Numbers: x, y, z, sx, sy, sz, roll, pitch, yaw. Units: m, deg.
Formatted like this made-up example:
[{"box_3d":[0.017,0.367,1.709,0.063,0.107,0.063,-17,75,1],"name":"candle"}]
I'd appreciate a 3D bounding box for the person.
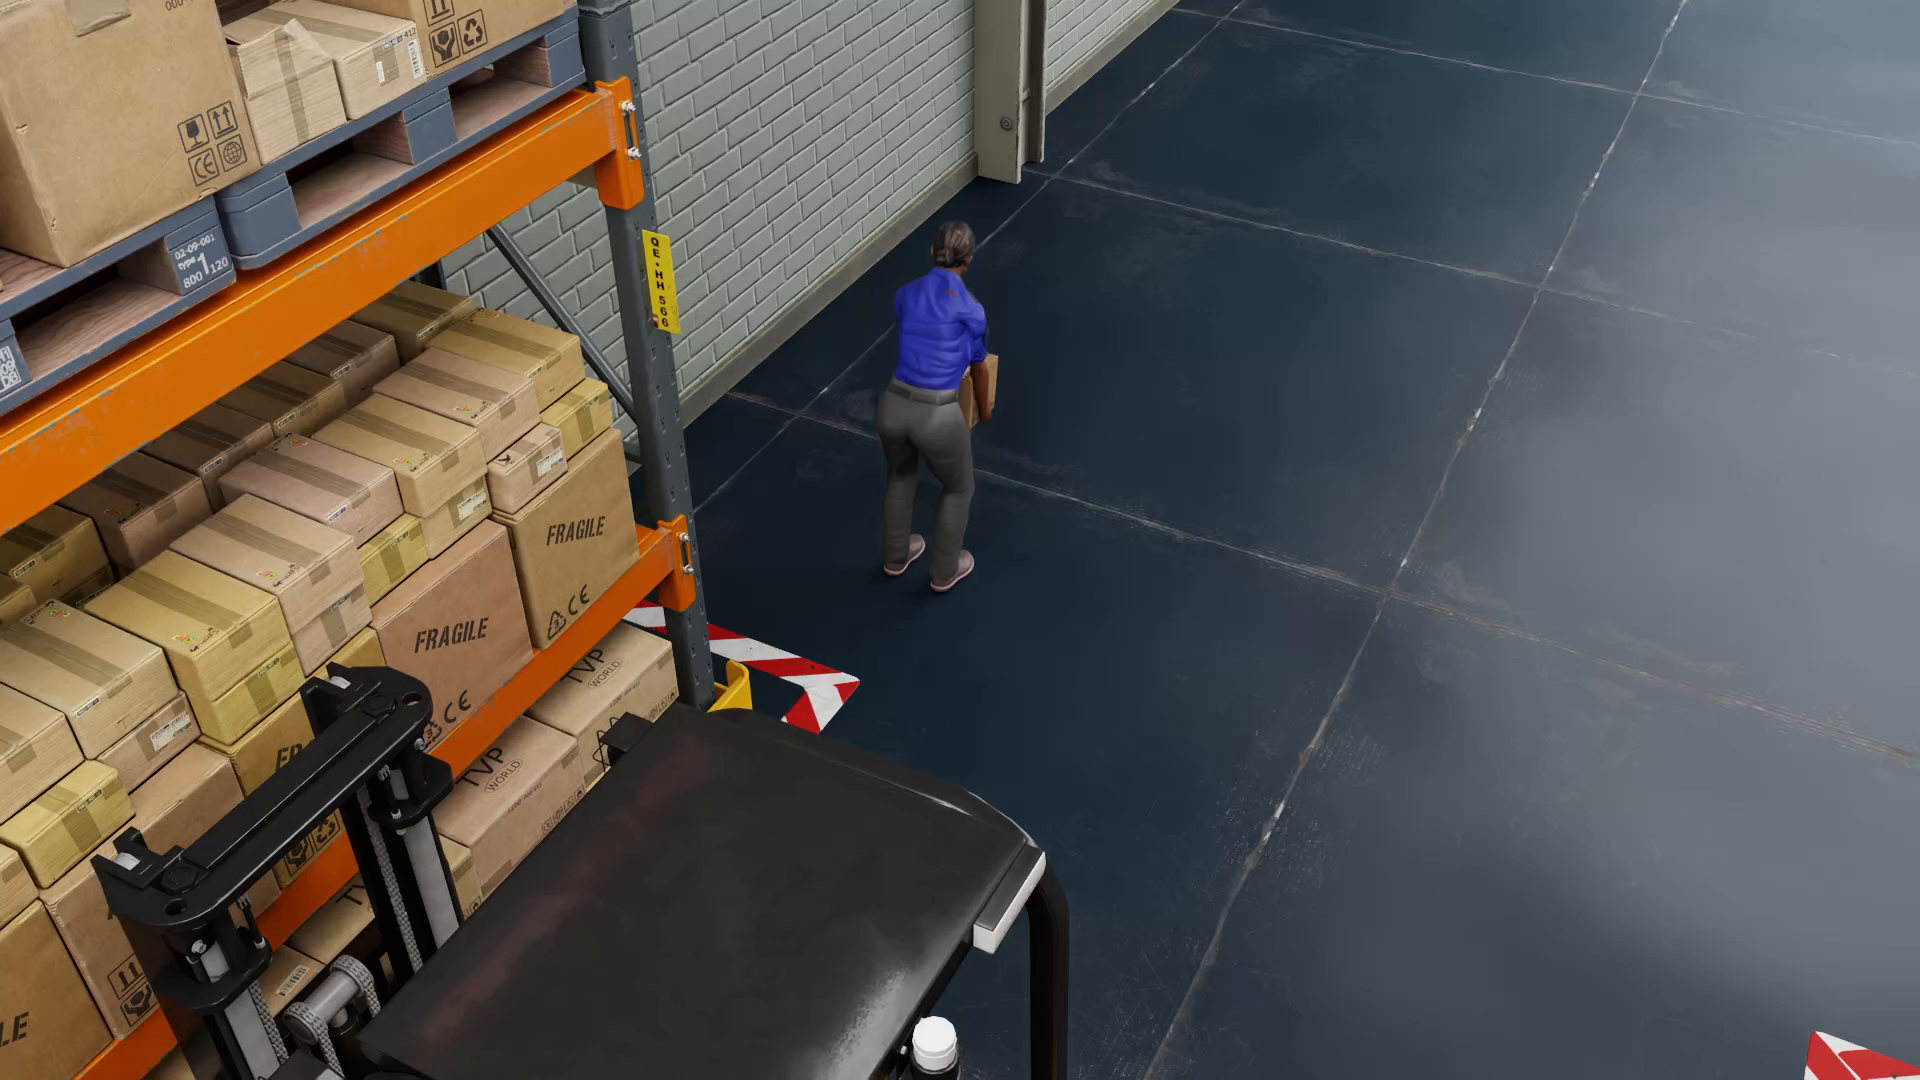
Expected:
[{"box_3d":[-0.103,-0.539,6.937,0.409,1.551,0.595,17,41,20],"name":"person"}]
